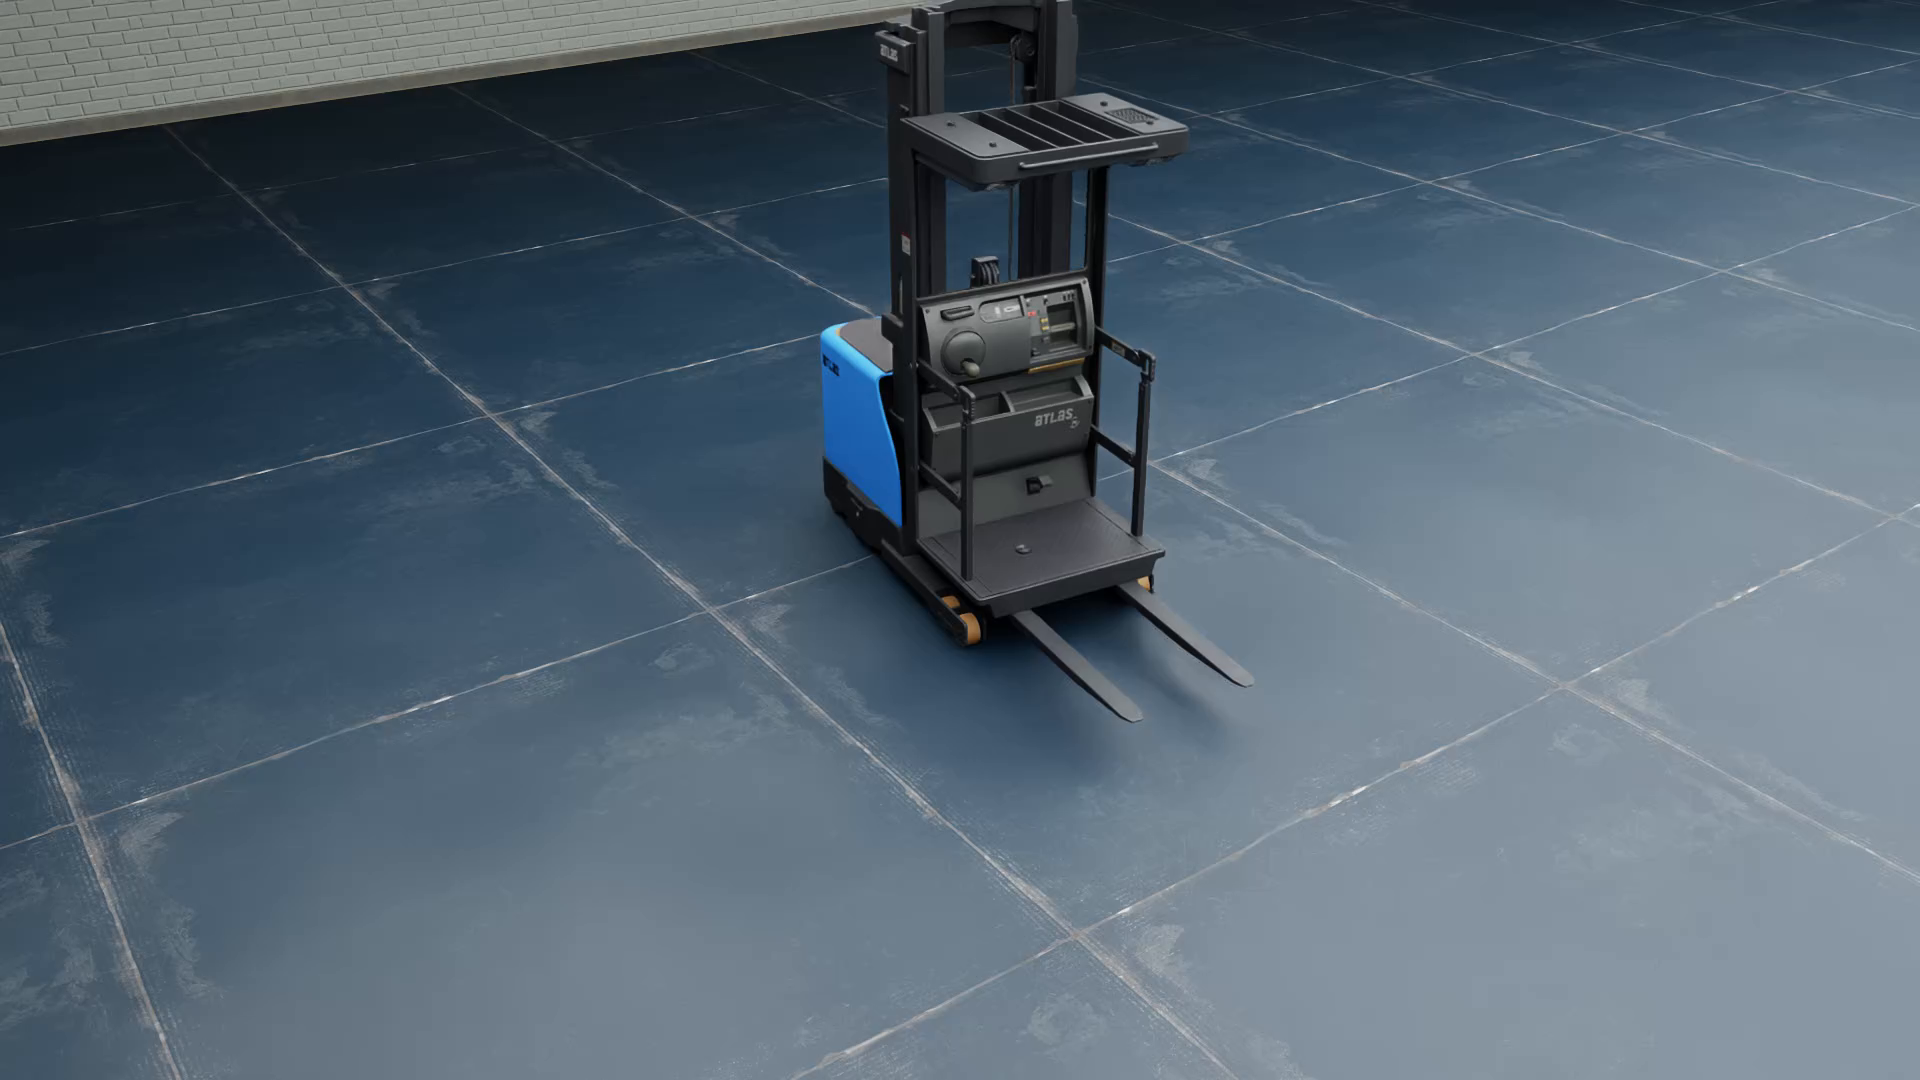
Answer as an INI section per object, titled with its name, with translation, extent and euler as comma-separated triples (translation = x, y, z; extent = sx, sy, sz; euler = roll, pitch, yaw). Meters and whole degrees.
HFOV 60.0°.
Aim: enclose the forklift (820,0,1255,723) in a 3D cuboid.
[forklift]
translation = 0.346, -1.004, 8.027
extent = 1.130, 2.935, 3.031
euler = -14, 32, -24
